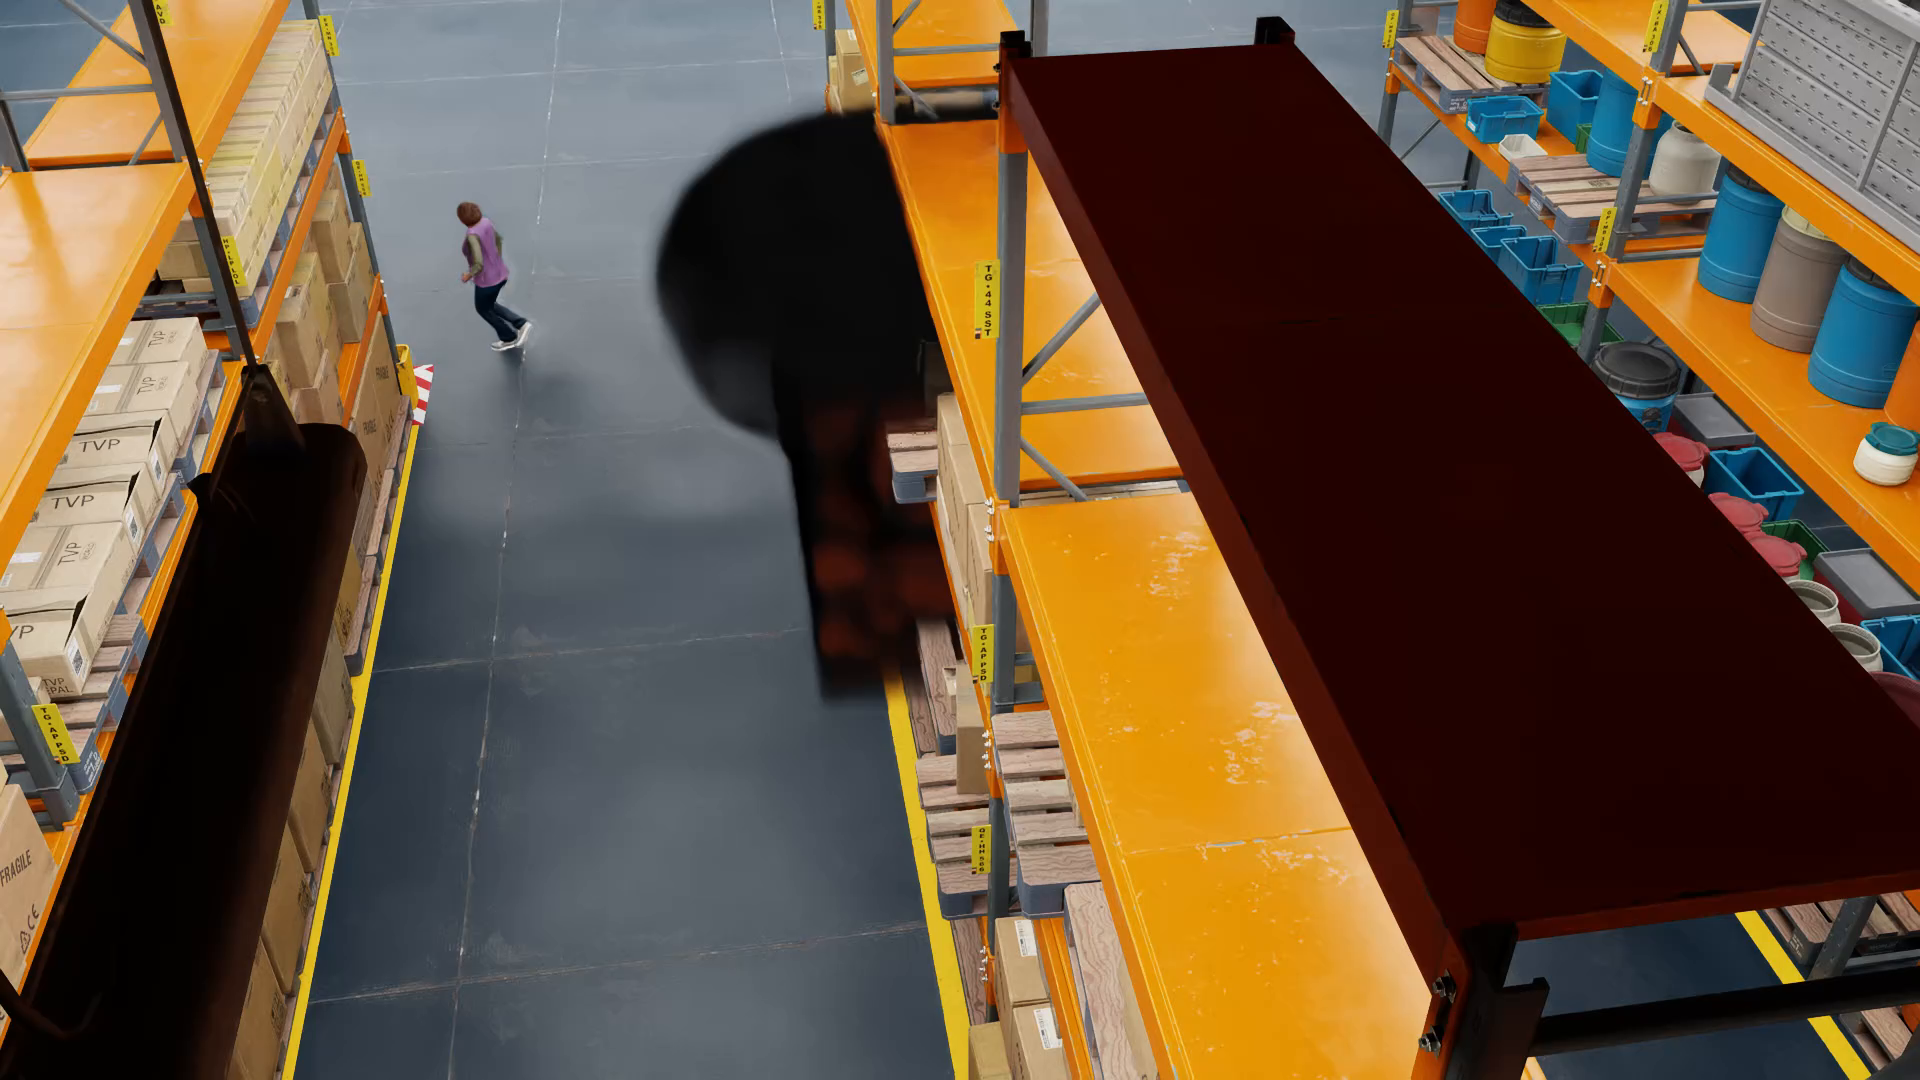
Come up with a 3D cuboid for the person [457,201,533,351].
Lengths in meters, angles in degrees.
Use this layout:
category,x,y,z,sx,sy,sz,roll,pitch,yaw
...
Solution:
category,x,y,z,sx,sy,sz,roll,pitch,yaw
person,-4.315,-2.427,15.471,0.565,1.552,0.544,9,37,12
